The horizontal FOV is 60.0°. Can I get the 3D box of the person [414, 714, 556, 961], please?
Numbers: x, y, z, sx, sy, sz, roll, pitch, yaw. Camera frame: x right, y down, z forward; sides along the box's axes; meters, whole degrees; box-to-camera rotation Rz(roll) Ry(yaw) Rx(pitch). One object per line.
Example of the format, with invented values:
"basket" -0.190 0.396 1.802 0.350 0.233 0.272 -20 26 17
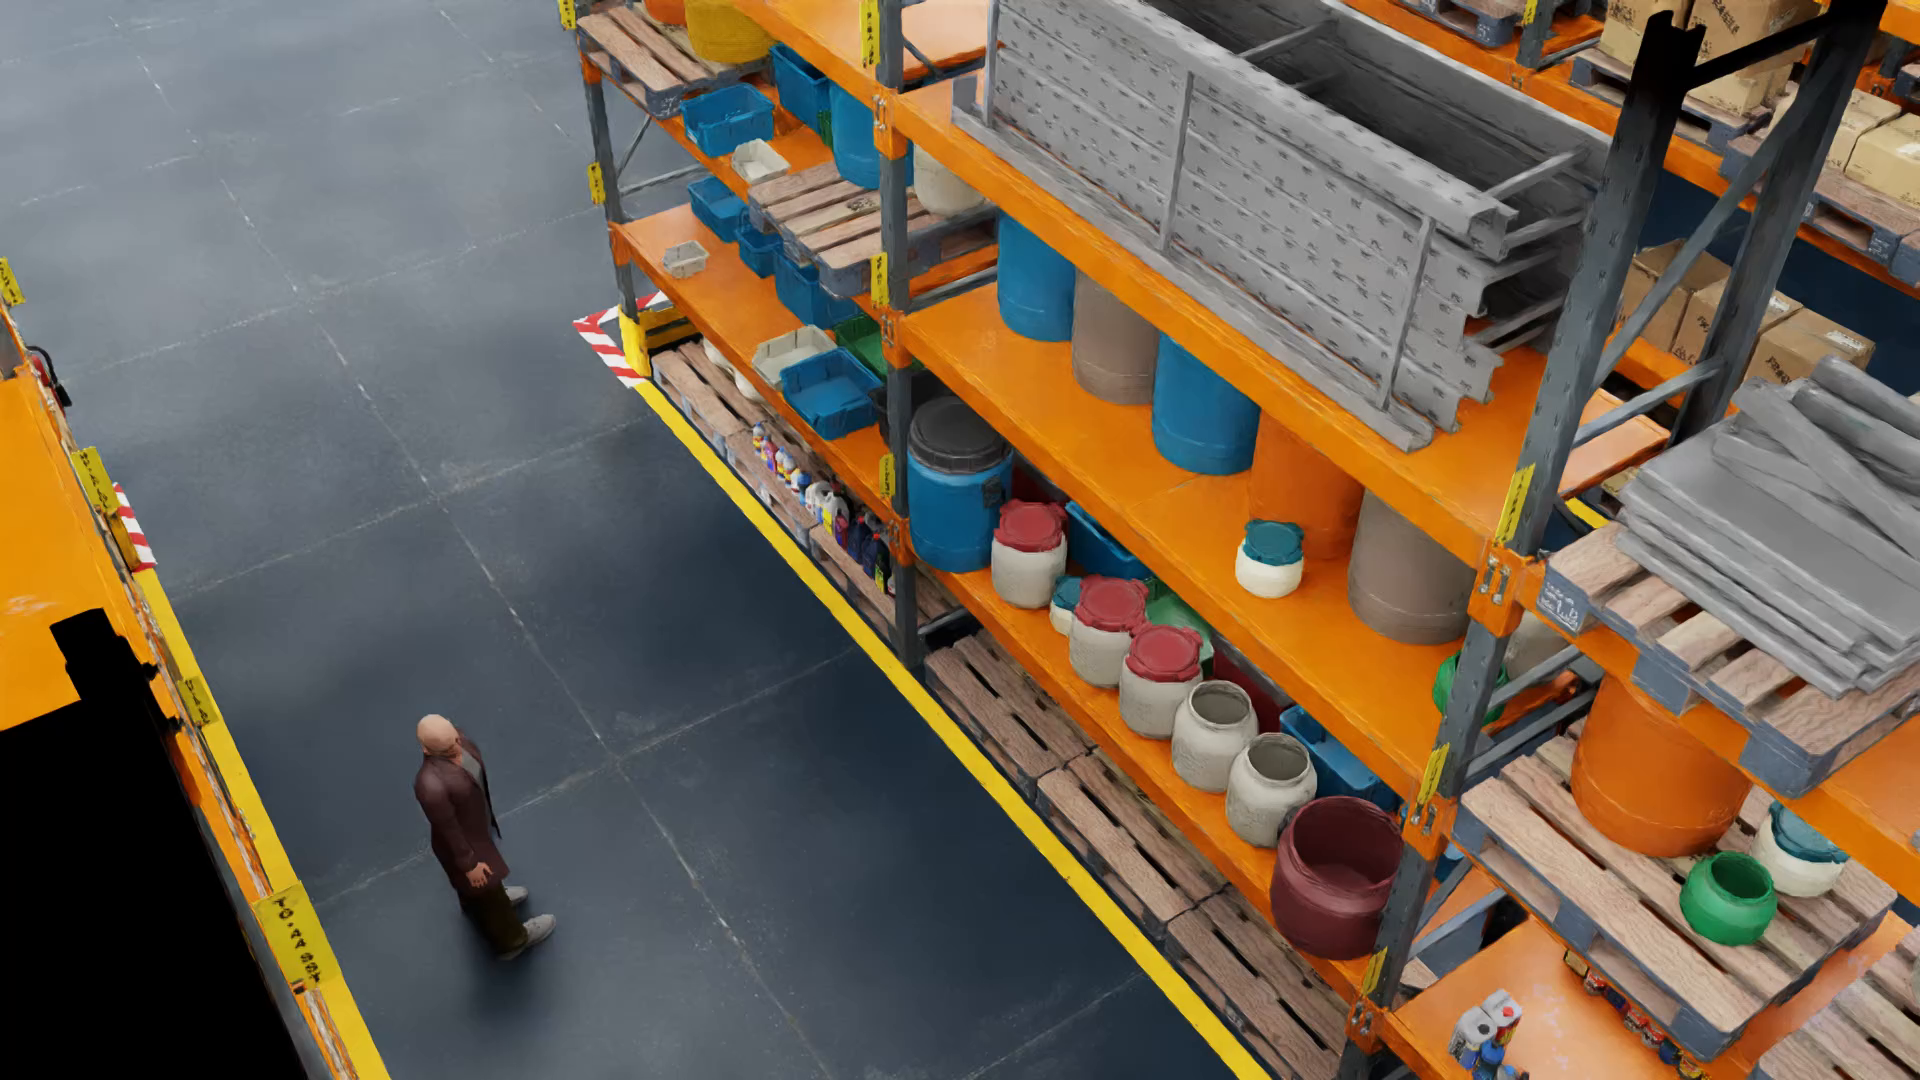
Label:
"person" -2.543 1.520 8.776 0.551 1.782 0.636 -3 43 -3
